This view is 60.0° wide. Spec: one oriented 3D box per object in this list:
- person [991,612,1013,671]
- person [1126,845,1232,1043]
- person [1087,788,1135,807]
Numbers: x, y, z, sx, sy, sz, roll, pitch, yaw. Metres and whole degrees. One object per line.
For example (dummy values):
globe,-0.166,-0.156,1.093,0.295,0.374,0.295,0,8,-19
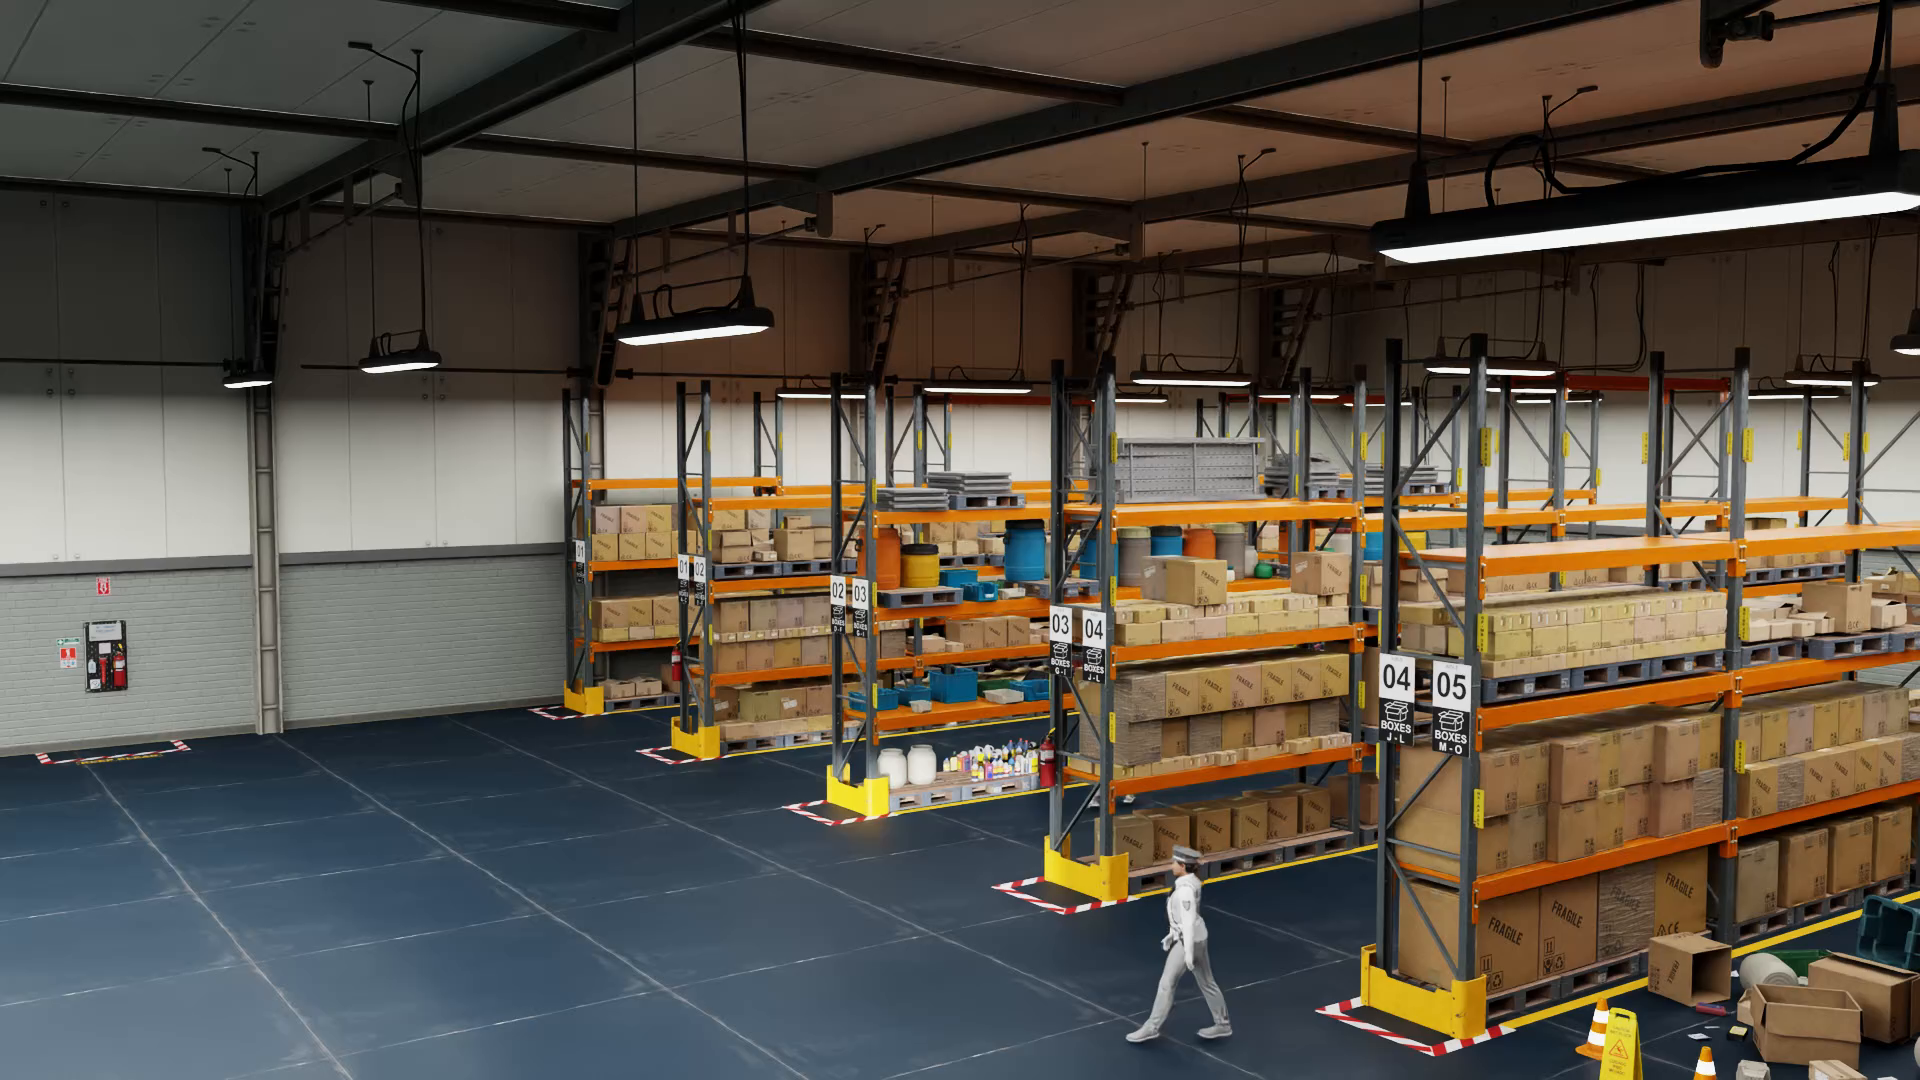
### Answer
person,0.883,2.160,34.085,0.732,1.636,0.640,-2,4,-24
person,1.878,3.412,14.131,0.870,1.638,0.525,1,4,14
person,2.080,2.895,22.936,0.943,1.545,0.437,-4,5,-45
